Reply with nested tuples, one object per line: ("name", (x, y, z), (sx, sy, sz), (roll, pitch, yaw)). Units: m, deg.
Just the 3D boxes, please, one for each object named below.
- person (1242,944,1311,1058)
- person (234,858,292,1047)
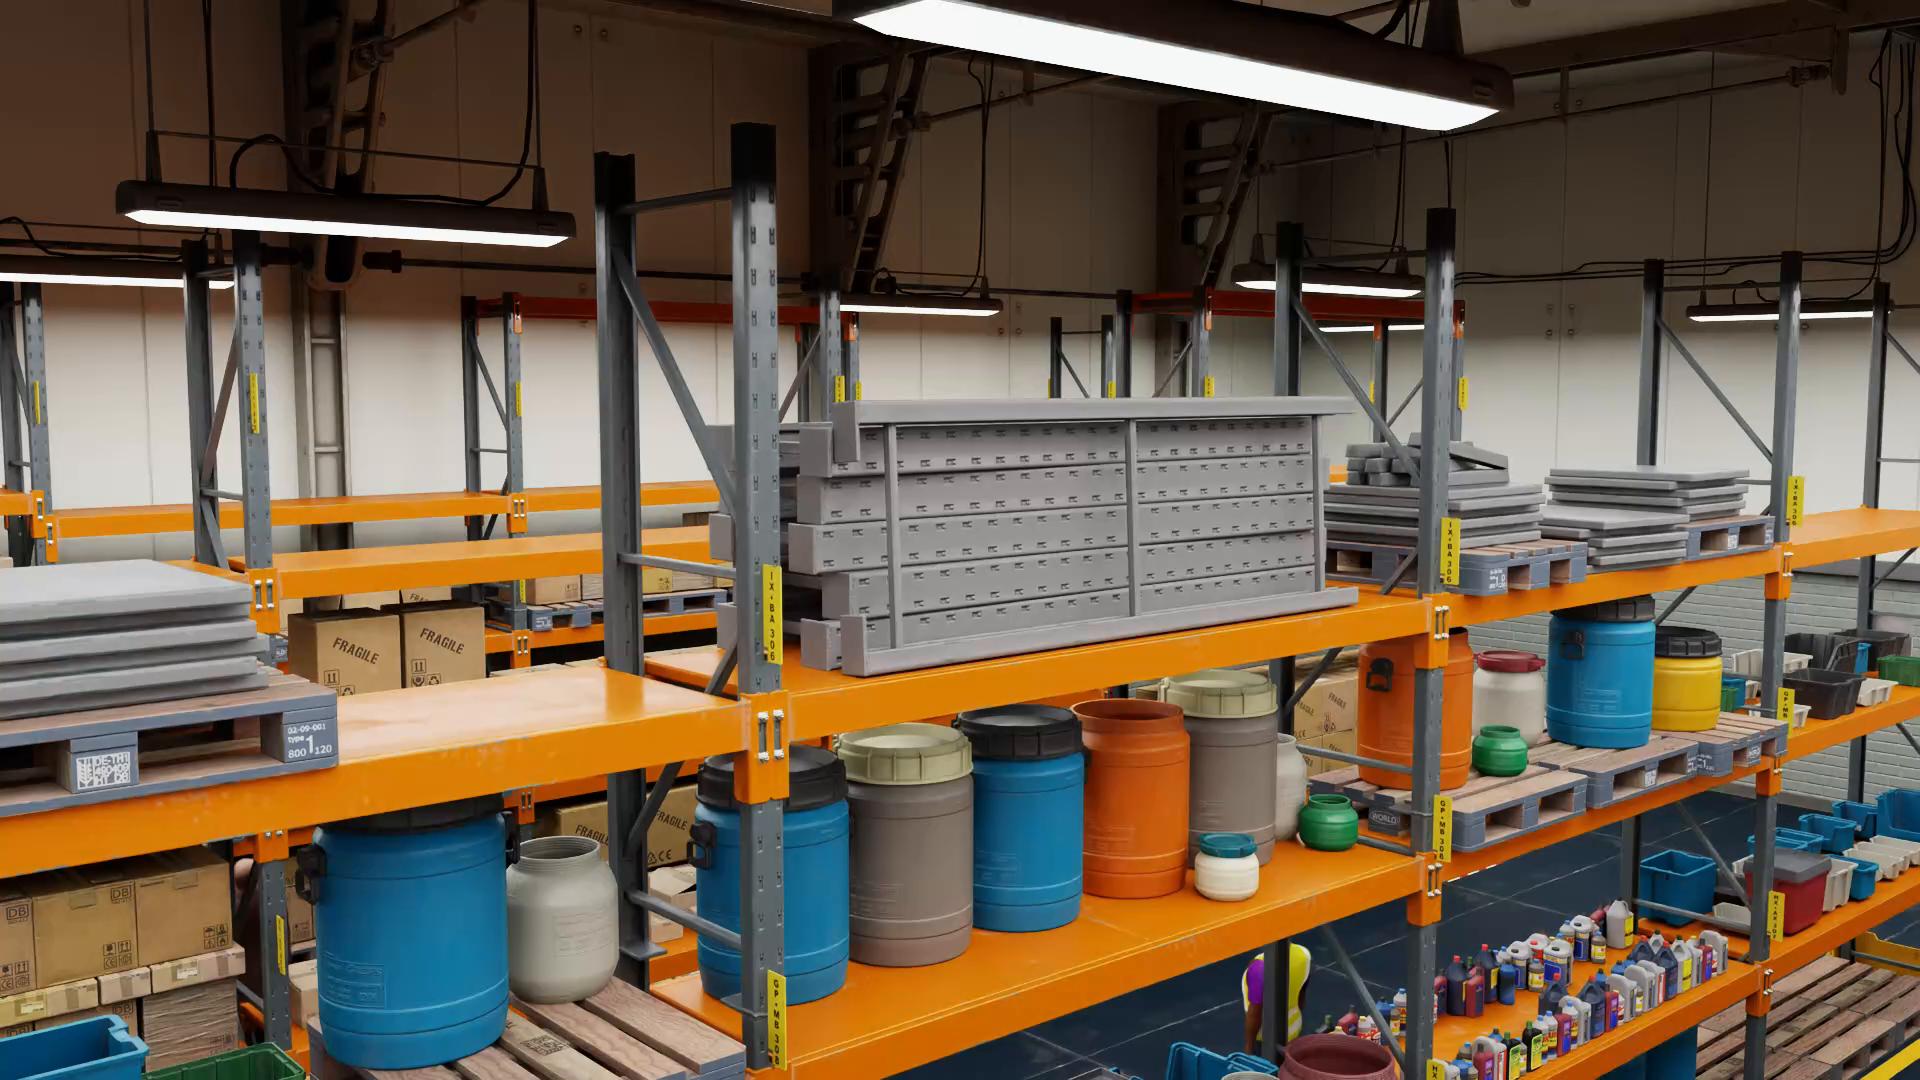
("person", (2.055, 3.246, 10.917), (0.417, 1.771, 0.618), (3, 6, 31))
("person", (-5.074, 3.170, 11.847), (0.407, 1.827, 0.672), (5, 7, 41))
